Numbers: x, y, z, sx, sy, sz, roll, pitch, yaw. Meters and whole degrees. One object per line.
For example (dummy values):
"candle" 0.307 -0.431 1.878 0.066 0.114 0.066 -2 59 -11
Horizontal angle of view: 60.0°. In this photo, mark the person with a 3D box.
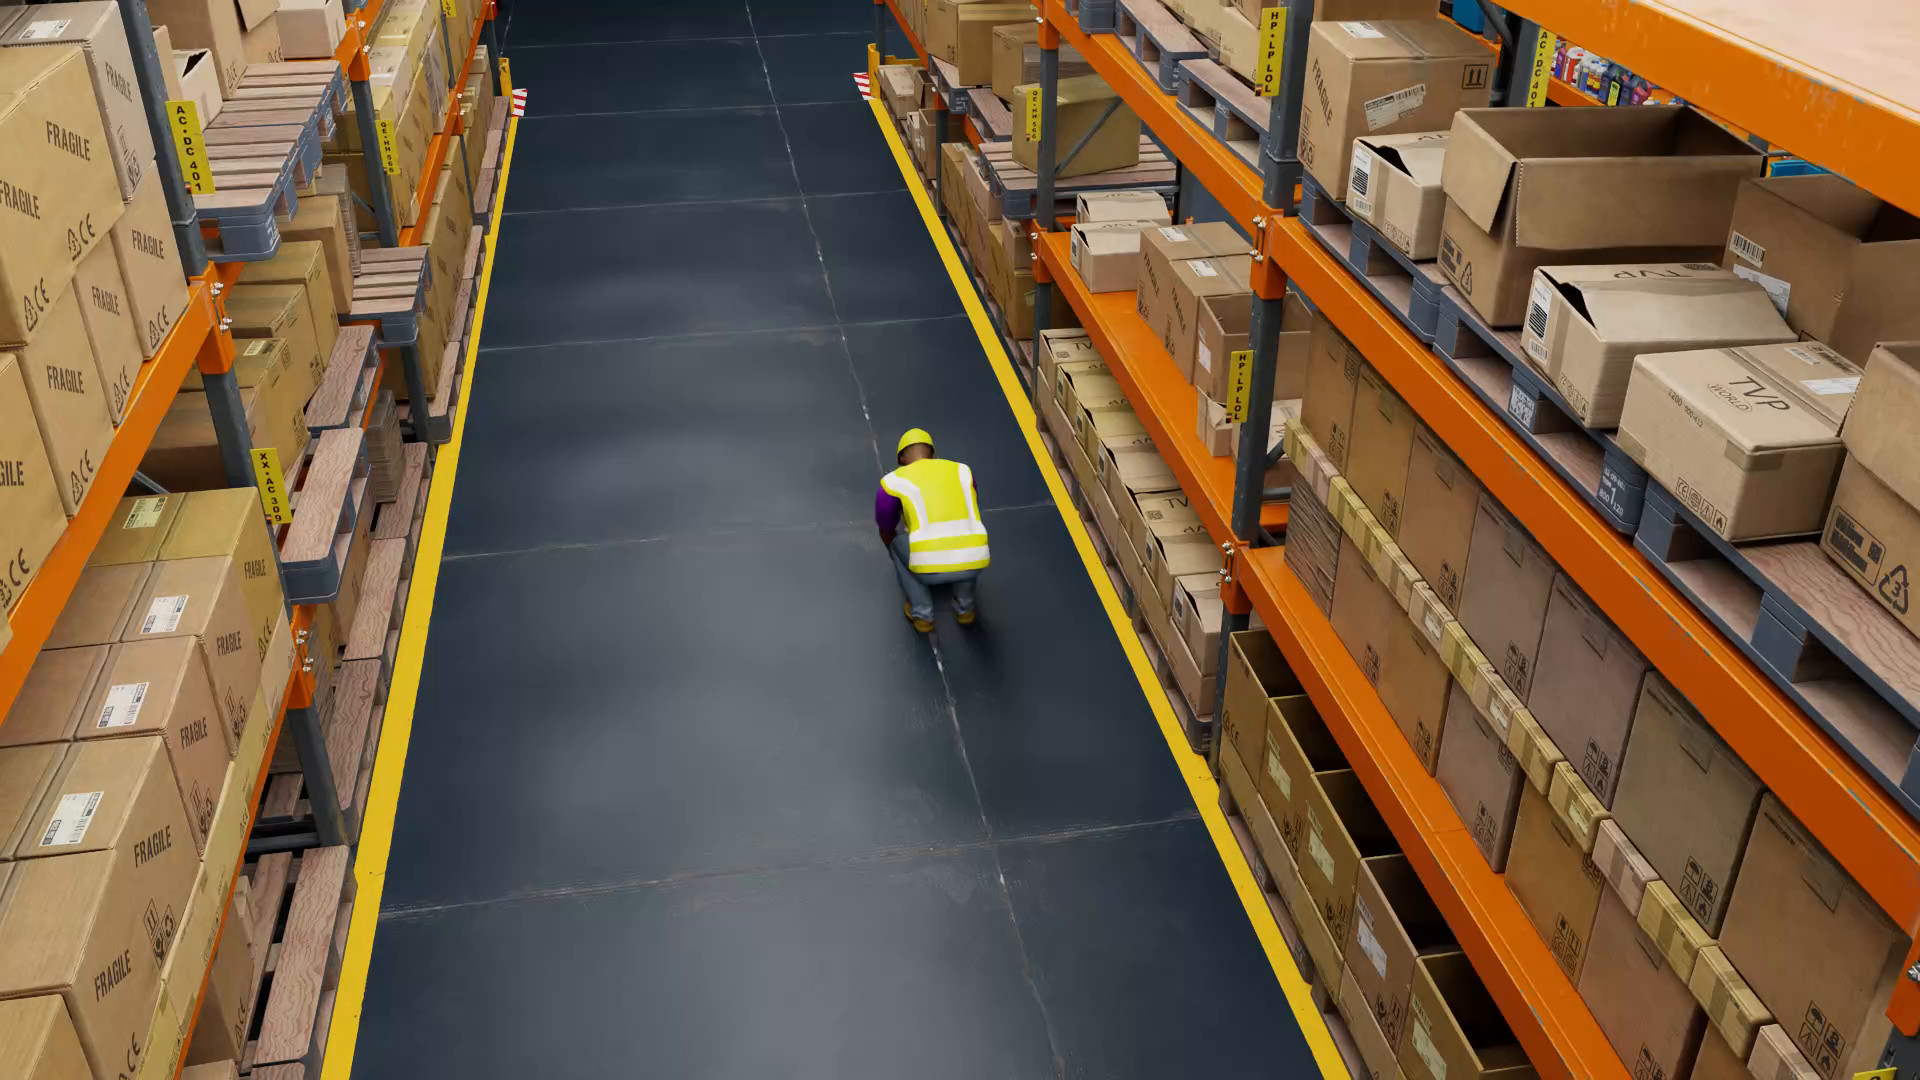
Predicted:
"person" -0.156 -0.035 9.007 0.569 0.926 0.896 -5 31 -9
